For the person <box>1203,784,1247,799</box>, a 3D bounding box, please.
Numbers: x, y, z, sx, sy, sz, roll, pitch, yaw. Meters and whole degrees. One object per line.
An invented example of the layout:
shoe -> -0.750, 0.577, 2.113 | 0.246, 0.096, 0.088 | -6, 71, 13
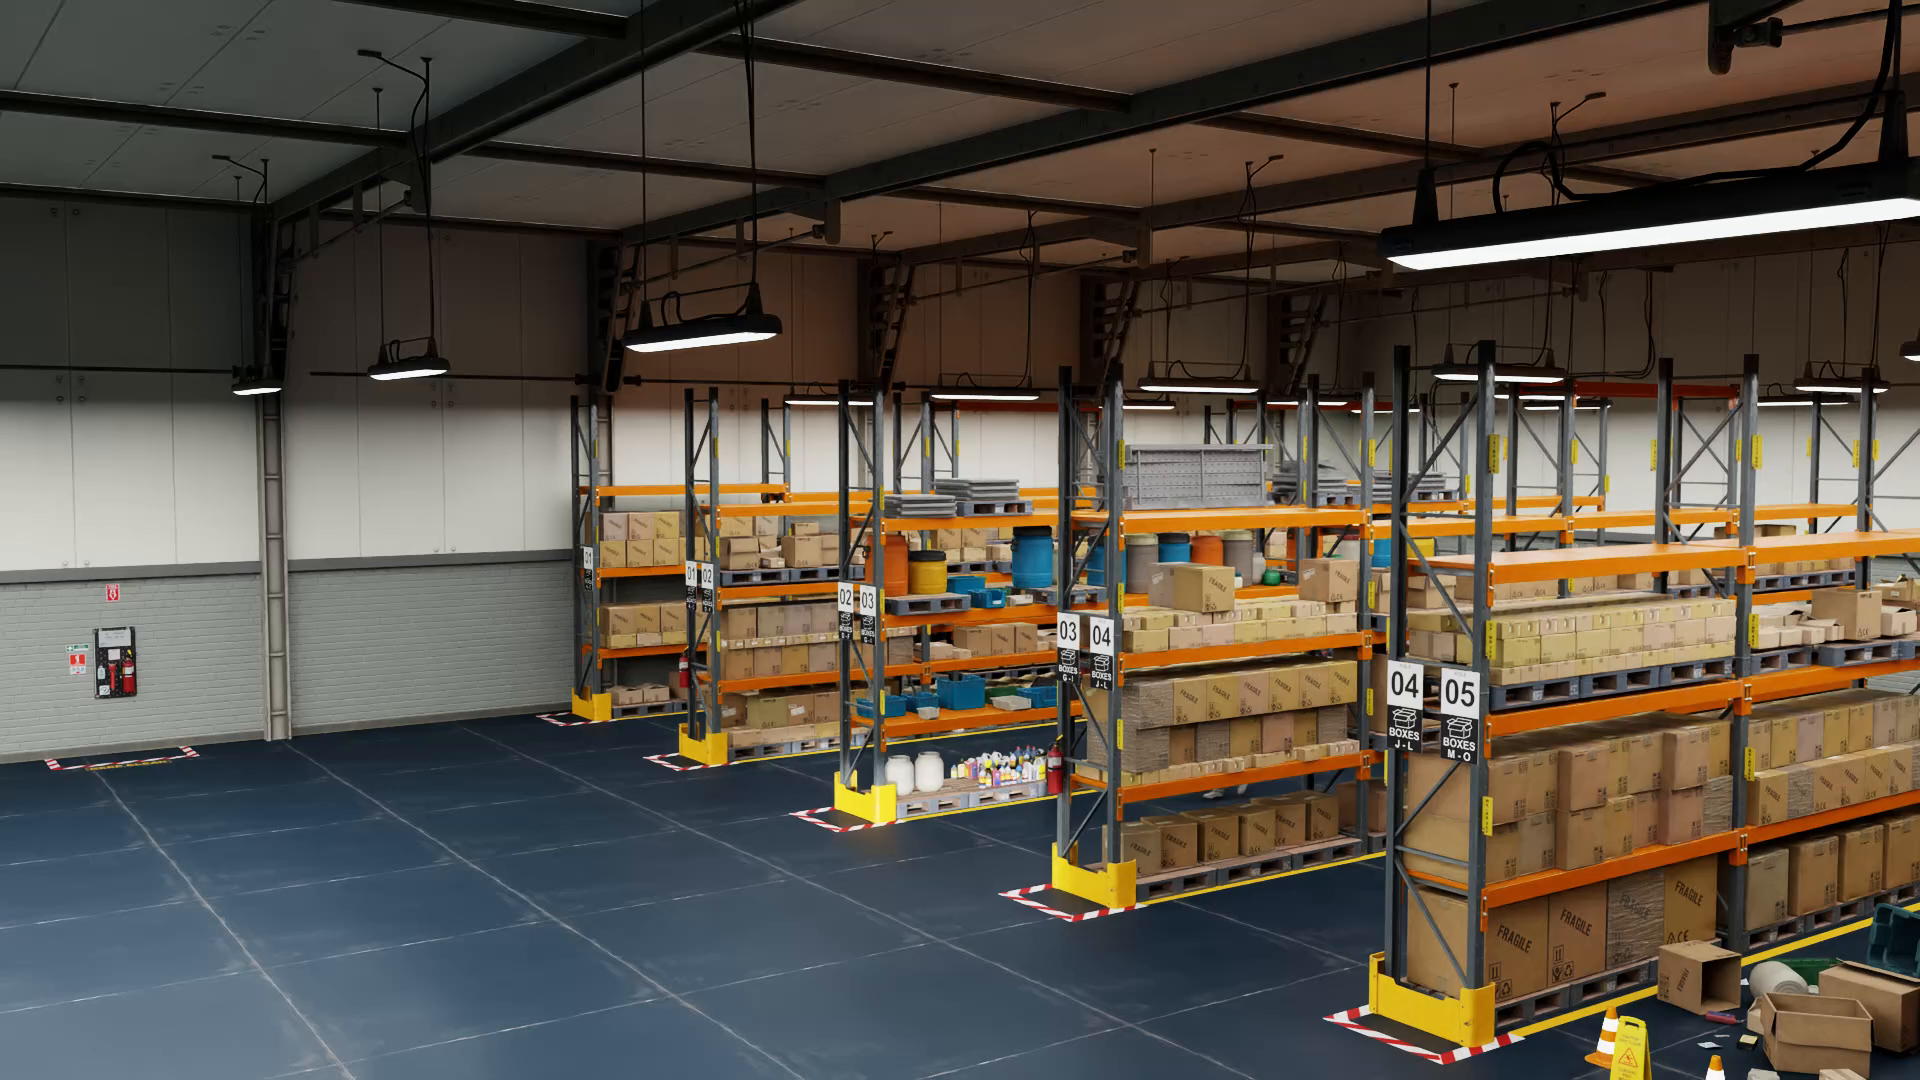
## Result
person -> 3.802, 2.850, 24.056 | 0.700, 1.747, 0.598 | -1, 4, -17
